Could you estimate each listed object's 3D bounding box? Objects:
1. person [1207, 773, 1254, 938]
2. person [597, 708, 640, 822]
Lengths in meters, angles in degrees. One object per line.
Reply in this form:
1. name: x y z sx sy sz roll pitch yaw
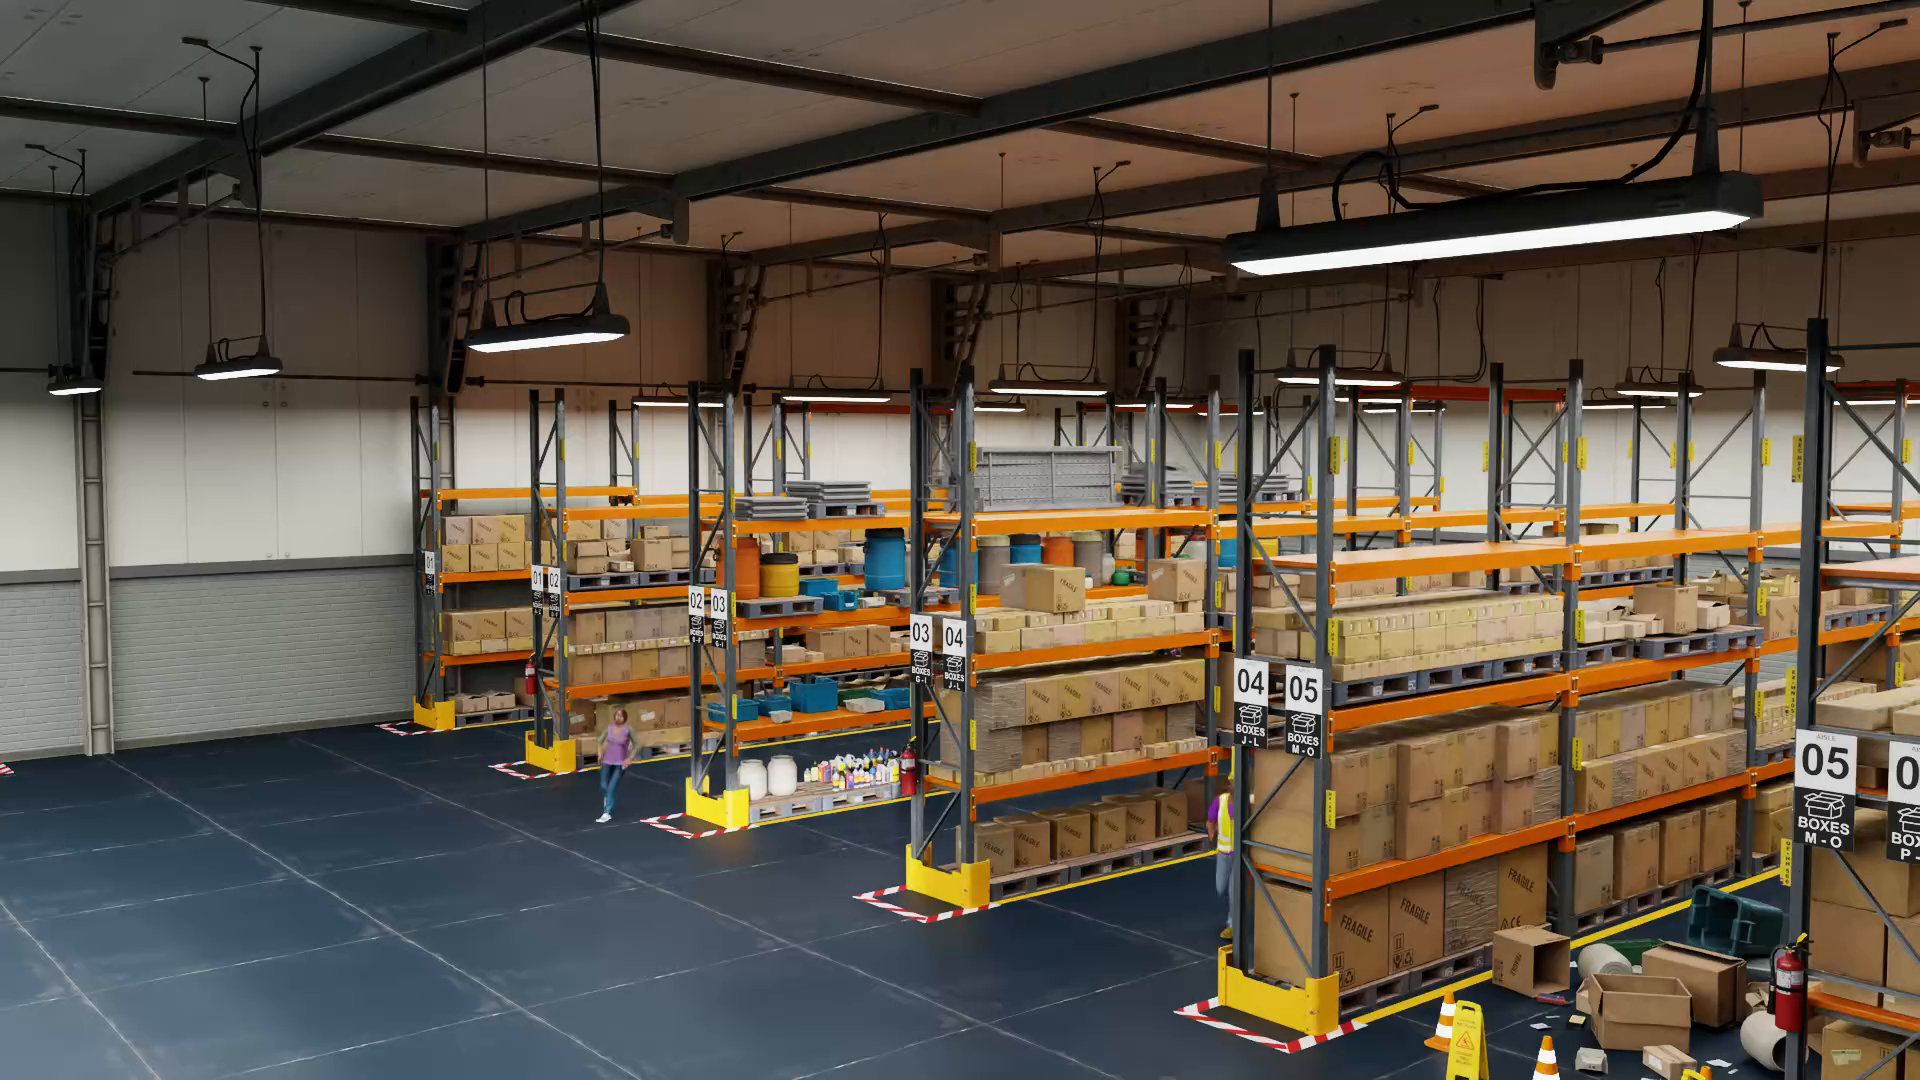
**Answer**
1. person: 2.920 3.262 17.478 0.708 1.732 0.733 2 4 30
2. person: -4.688 3.063 22.751 0.605 1.537 0.528 0 3 3
